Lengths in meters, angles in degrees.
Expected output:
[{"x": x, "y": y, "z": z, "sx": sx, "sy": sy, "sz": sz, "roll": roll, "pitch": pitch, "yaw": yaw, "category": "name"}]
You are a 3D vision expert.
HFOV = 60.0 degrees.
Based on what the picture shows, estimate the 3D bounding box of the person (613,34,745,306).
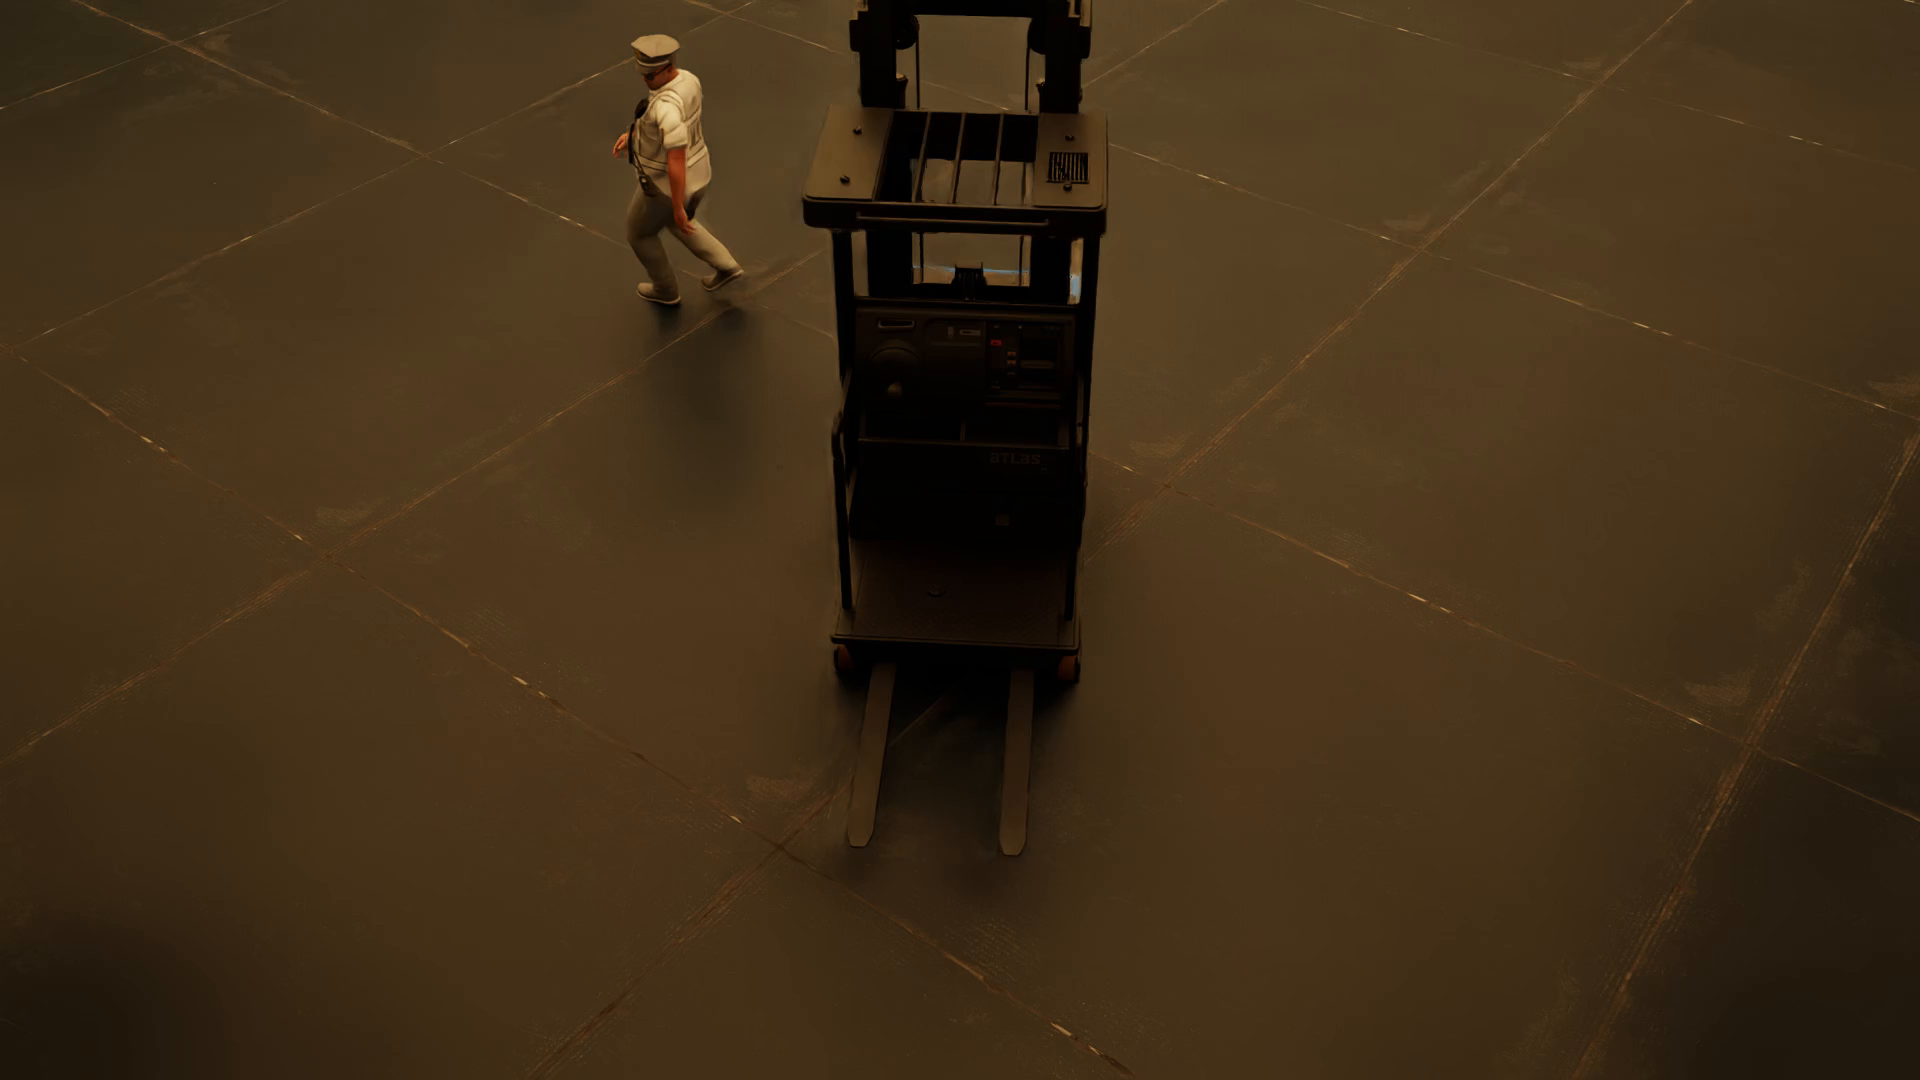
[{"x": -1.652, "y": -2.053, "z": 9.457, "sx": 0.695, "sy": 1.684, "sz": 0.665, "roll": 18, "pitch": 44, "yaw": 20, "category": "person"}]

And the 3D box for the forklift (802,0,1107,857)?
[{"x": 0.006, "y": -0.698, "z": 6.893, "sx": 1.130, "sy": 2.935, "sz": 3.031, "roll": 3, "pitch": 41, "yaw": 3, "category": "forklift"}]
